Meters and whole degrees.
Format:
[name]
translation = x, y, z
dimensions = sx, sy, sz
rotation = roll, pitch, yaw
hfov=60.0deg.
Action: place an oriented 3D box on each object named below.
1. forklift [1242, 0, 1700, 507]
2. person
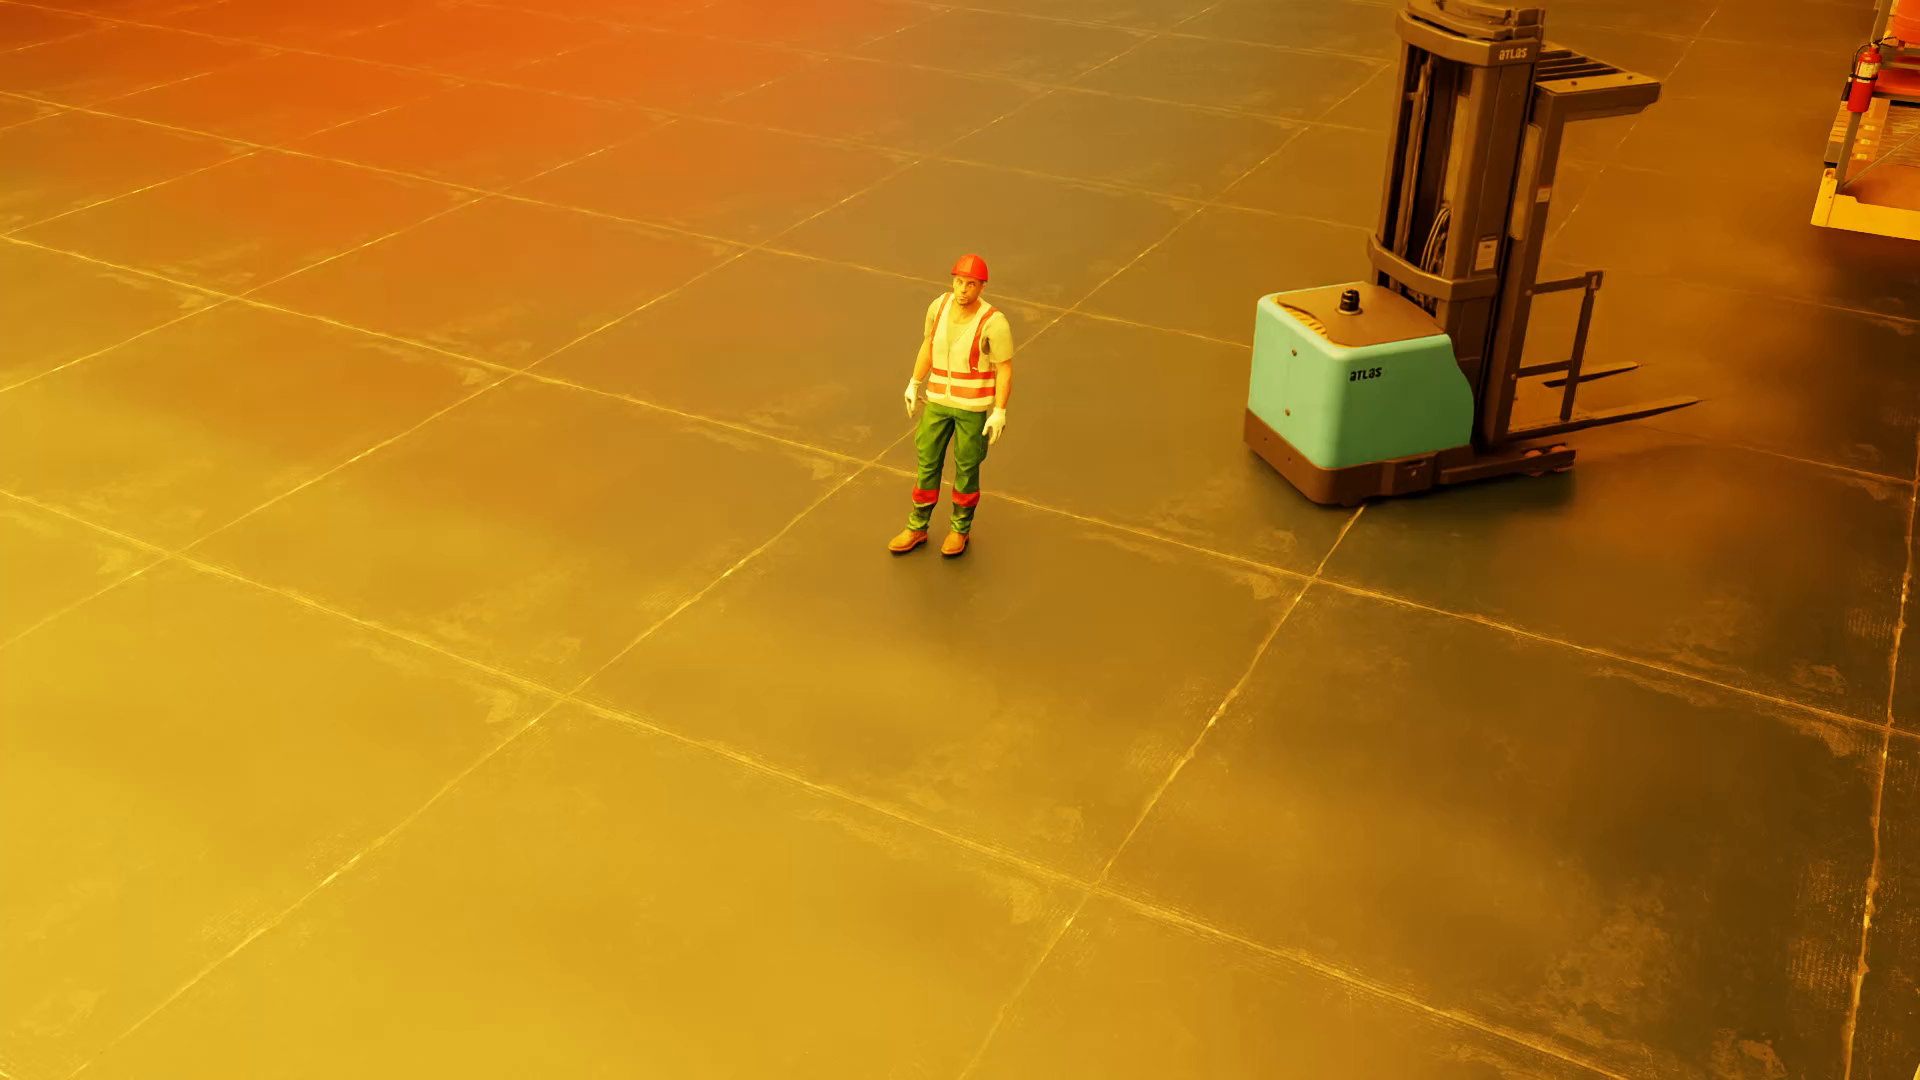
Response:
[forklift]
translation = 3.444, -1.916, 10.390
dimensions = 3.031, 2.935, 1.130
rotation = -10, 32, -17
[person]
translation = -0.049, -0.749, 9.496
dimensions = 0.638, 1.787, 0.564
rotation = 15, 33, 25
